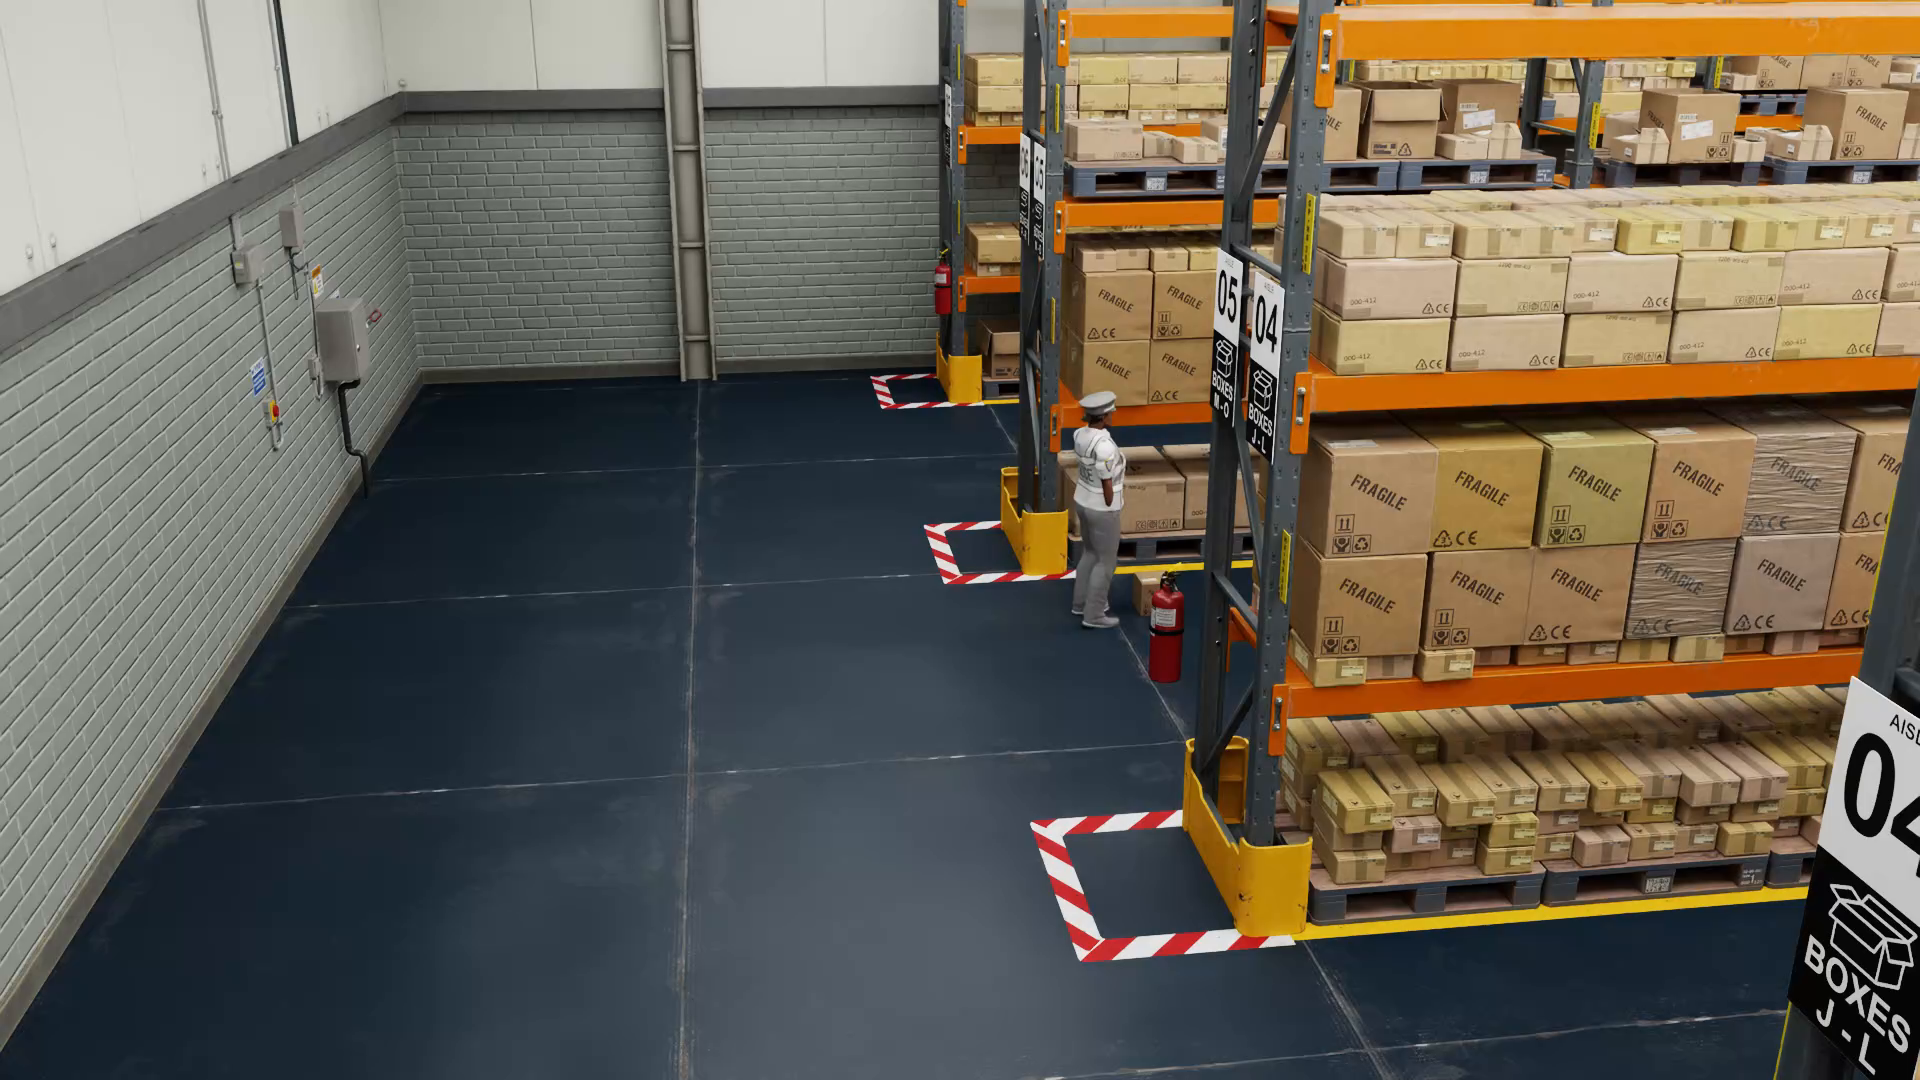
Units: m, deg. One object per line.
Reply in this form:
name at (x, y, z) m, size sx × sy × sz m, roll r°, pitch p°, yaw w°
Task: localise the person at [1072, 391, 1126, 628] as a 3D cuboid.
person at (0.973, -0.216, 11.684) m, size 0.342 × 1.685 × 0.437 m, roll -8°, pitch 22°, yaw -21°
